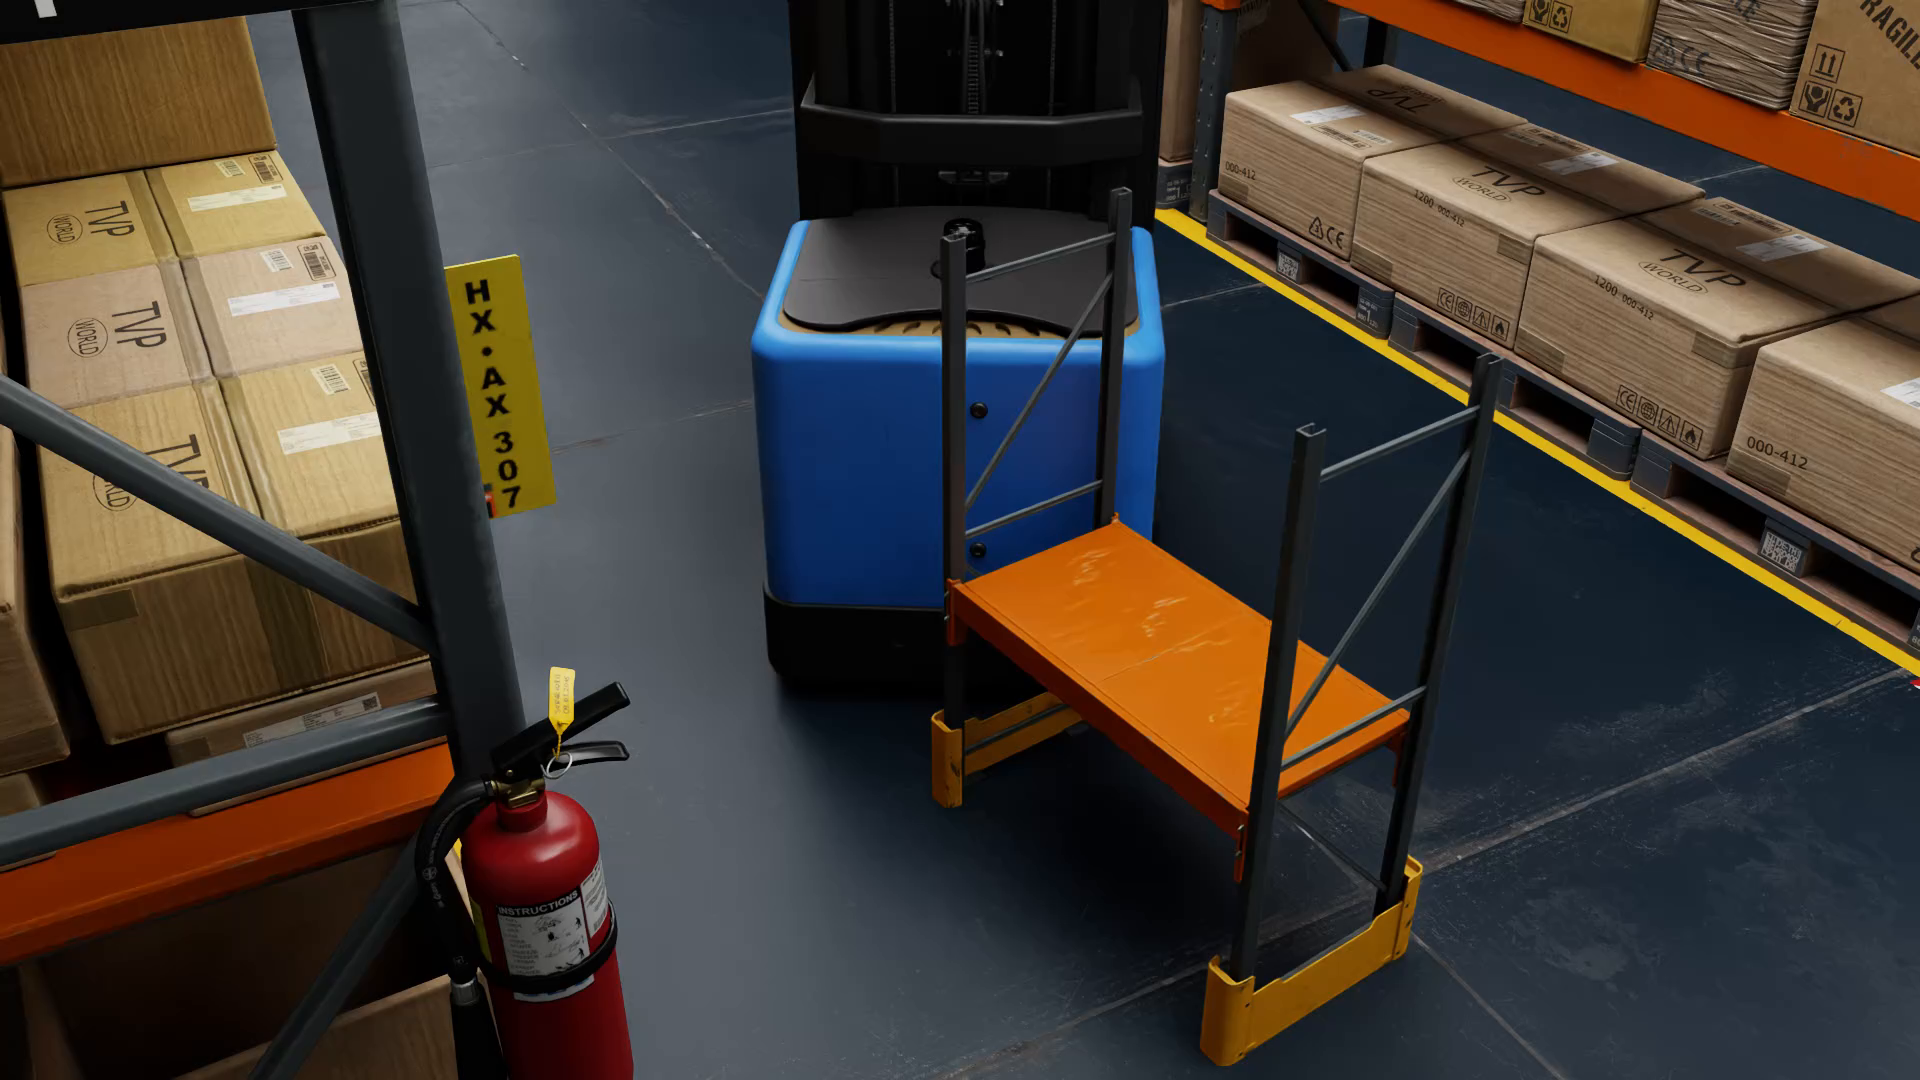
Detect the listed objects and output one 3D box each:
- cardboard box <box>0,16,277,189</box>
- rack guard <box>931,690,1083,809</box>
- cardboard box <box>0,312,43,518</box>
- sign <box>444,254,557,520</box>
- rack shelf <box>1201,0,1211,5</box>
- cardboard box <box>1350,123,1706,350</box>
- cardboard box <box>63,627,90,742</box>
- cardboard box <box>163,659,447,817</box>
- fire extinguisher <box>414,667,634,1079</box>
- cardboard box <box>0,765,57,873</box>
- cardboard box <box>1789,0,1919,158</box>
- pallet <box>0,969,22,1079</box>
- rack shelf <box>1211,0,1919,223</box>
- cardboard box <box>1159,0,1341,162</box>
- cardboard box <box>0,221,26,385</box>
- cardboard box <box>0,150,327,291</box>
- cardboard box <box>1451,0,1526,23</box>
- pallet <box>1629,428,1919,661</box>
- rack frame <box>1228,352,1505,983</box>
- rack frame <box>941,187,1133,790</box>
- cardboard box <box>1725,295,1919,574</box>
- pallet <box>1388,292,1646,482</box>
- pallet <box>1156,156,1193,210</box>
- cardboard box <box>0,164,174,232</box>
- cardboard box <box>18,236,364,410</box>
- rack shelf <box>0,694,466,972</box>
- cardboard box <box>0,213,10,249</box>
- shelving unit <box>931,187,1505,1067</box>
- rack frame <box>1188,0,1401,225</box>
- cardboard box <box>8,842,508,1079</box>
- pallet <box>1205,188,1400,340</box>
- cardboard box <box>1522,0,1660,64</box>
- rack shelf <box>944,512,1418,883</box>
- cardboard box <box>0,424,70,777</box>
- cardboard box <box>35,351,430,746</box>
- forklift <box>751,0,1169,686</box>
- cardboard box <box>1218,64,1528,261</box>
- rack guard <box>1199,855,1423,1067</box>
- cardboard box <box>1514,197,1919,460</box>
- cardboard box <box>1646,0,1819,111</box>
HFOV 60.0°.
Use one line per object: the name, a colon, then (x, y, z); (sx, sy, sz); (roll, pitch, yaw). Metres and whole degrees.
cardboard box: (-1.692, -1.048, 3.273); (0.500, 0.500, 0.500); (-15, 36, -22)
rack guard: (0.183, 0.467, 4.290); (0.587, 0.250, 0.087); (-21, 38, -30)
cardboard box: (-1.708, -0.131, 2.537); (0.500, 0.250, 0.500); (-16, 36, -23)
sign: (-0.539, -0.171, 1.934); (0.100, 0.325, 0.005); (-16, 36, -23)
rack shelf: (0.573, -3.481, 8.569); (1.077, 0.370, 4.000); (-16, 36, -23)
cardboard box: (2.121, -1.173, 6.287); (0.875, 0.438, 0.875); (-17, 36, -24)
cardboard box: (-1.475, 0.209, 2.377); (0.380, 0.149, 0.250); (-15, 35, -22)
cardboard box: (-0.930, 0.210, 2.374); (0.380, 0.149, 0.250); (-16, 36, -23)
fire extinguisher: (-0.542, 0.474, 2.147); (0.296, 0.674, 0.183); (-16, 36, -23)
cardboard box: (-1.411, 0.345, 2.163); (0.380, 0.149, 0.250); (-16, 36, -24)
cardboard box: (2.690, -1.369, 4.514); (0.500, 0.500, 0.500); (-17, 36, -24)
pallet: (-1.427, 1.088, 3.356); (1.003, 0.211, 1.213); (-16, 36, -23)
rack shelf: (2.438, -1.572, 5.589); (1.077, 0.370, 4.000); (-16, 36, -23)
cardboard box: (1.145, -2.387, 7.775); (0.875, 0.875, 0.875); (-15, 35, -22)
cardboard box: (-1.935, -0.369, 2.908); (0.500, 0.250, 0.500); (-15, 35, -22)
cardboard box: (-1.467, -0.498, 3.110); (0.500, 0.250, 0.500); (-17, 36, -24)
cardboard box: (1.950, -2.101, 5.656); (0.500, 0.500, 0.500); (-16, 36, -23)
pallet: (2.928, -0.108, 5.223); (1.003, 0.211, 1.213); (-16, 36, -23)
rack frame: (0.767, 0.377, 3.272); (0.500, 1.500, 0.032); (-21, 38, -30)
rack frame: (0.171, -0.068, 3.966); (0.500, 1.500, 0.032); (-21, 38, -30)
cardboard box: (2.974, -0.308, 4.936); (0.875, 0.438, 0.875); (-17, 36, -25)
pallet: (2.363, -0.689, 6.130); (1.003, 0.211, 1.213); (-16, 36, -23)
pallet: (1.079, -2.004, 8.183); (1.003, 0.211, 1.213); (-16, 36, -23)
cardboard box: (-1.724, -0.737, 3.482); (0.500, 0.250, 0.500); (-17, 36, -24)
cardboard box: (-1.228, -0.257, 2.733); (0.500, 0.250, 0.500); (-15, 36, -23)
rack shelf: (-1.952, -0.321, 3.638); (1.077, 0.370, 4.000); (-16, 36, -23)
cardboard box: (-2.178, -0.618, 3.298); (0.500, 0.250, 0.500); (-16, 36, -23)
shelving unit: (0.474, 0.158, 3.612); (0.587, 1.500, 1.083); (-21, 38, -30)
rack frame: (1.505, -2.829, 6.885); (1.000, 3.000, 0.127); (-16, 36, -23)
cardboard box: (-1.221, 0.889, 3.007); (0.797, 0.503, 0.637); (-17, 37, -25)
pallet: (1.791, -1.272, 7.040); (1.003, 0.211, 1.213); (-16, 36, -23)
cardboard box: (2.190, -1.855, 5.273); (0.500, 0.500, 0.500); (-15, 35, -22)
rack shelf: (0.469, 0.306, 3.716); (0.538, 0.185, 1.000); (-21, 38, -30)
cardboard box: (-1.468, 0.115, 2.153); (0.500, 0.250, 0.500); (-15, 36, -22)
cardboard box: (-0.992, -0.016, 2.358); (0.500, 0.250, 0.500); (-16, 36, -23)
forklift: (0.066, -1.601, 5.032); (1.130, 2.935, 3.031); (2, 33, 2)
cardboard box: (1.703, -1.600, 6.953); (0.875, 0.438, 0.875); (-16, 36, -24)
rack guard: (0.766, 0.903, 3.610); (0.587, 0.250, 0.087); (-21, 38, -30)
cardboard box: (2.540, -0.743, 5.614); (0.875, 0.438, 0.875); (-15, 36, -22)
cardboard box: (2.442, -1.612, 4.893); (0.500, 0.500, 0.500); (-15, 36, -22)
